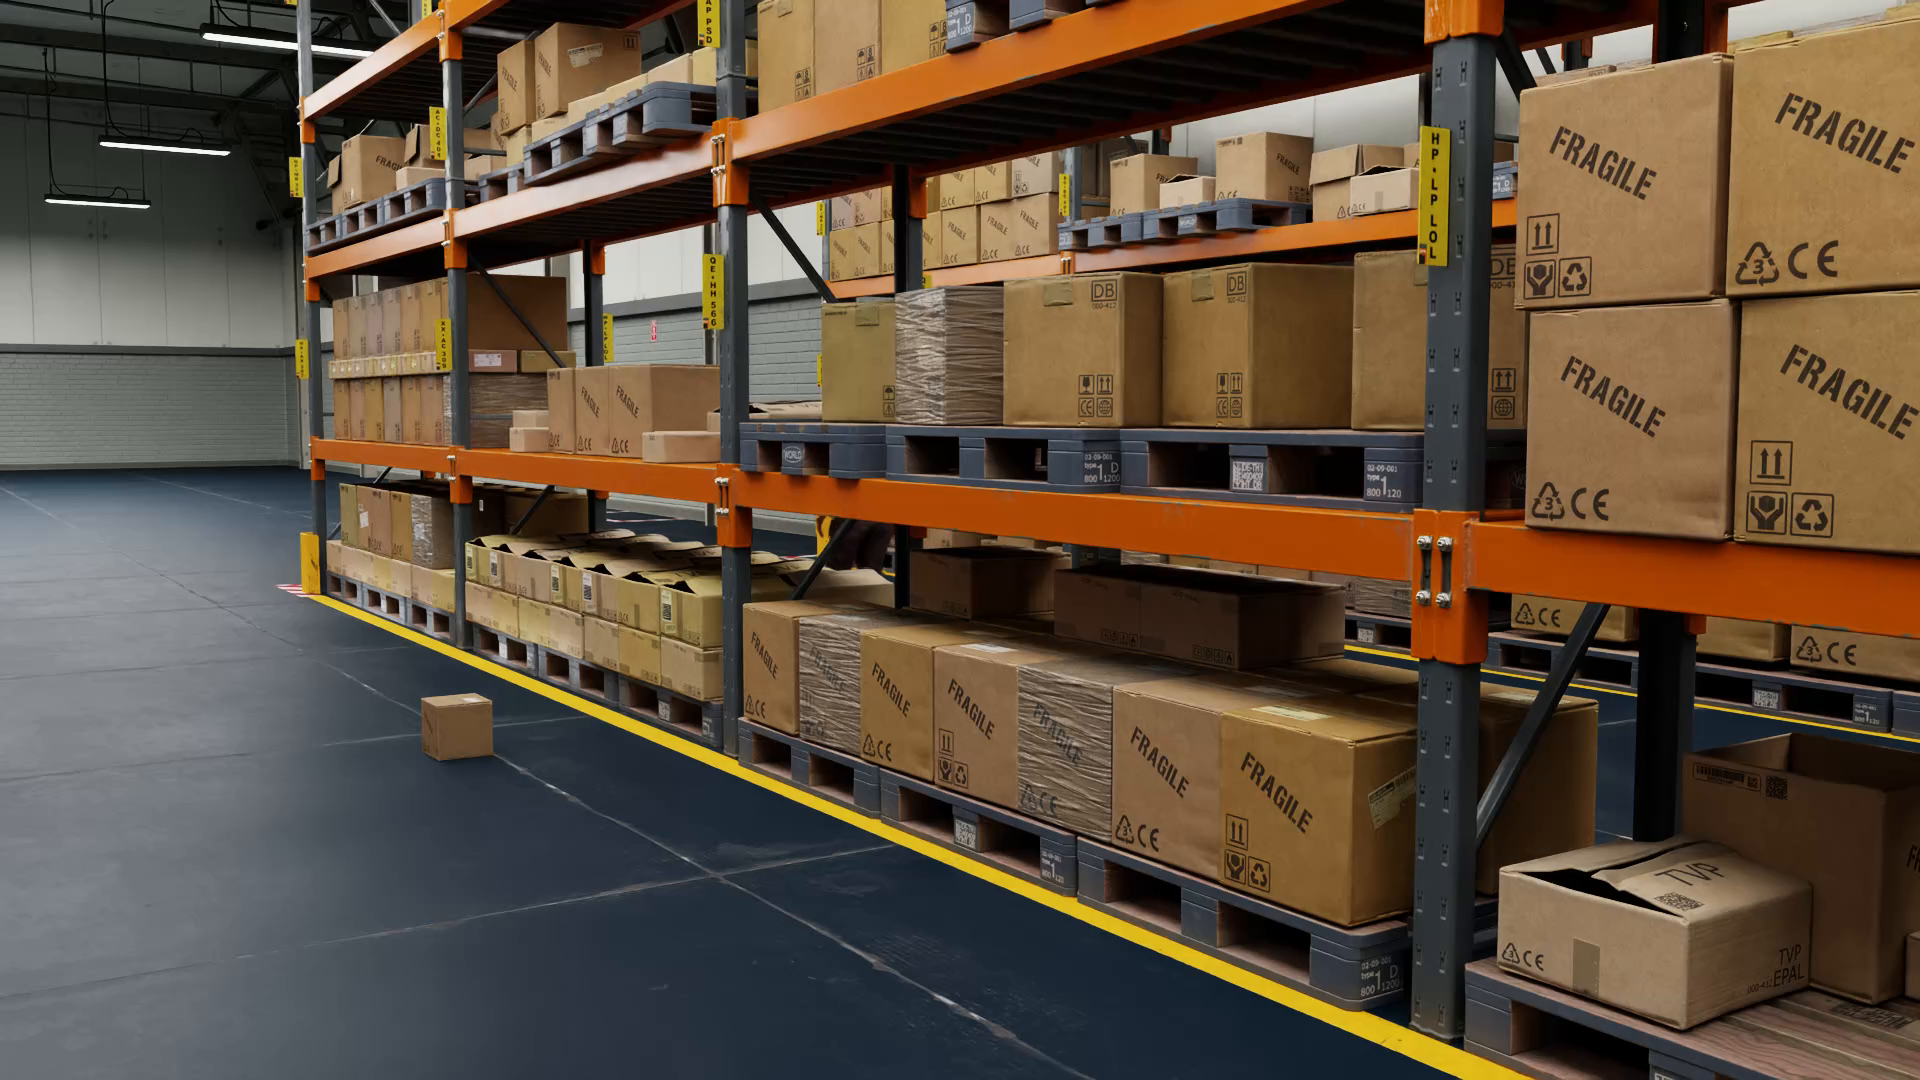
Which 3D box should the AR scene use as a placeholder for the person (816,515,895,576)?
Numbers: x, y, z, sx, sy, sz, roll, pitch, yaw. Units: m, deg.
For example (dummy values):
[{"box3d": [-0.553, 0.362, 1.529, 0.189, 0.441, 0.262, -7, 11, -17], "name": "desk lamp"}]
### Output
[{"box3d": [-0.587, -0.130, 10.548, 0.602, 1.708, 0.527, -3, 5, -30], "name": "person"}]
